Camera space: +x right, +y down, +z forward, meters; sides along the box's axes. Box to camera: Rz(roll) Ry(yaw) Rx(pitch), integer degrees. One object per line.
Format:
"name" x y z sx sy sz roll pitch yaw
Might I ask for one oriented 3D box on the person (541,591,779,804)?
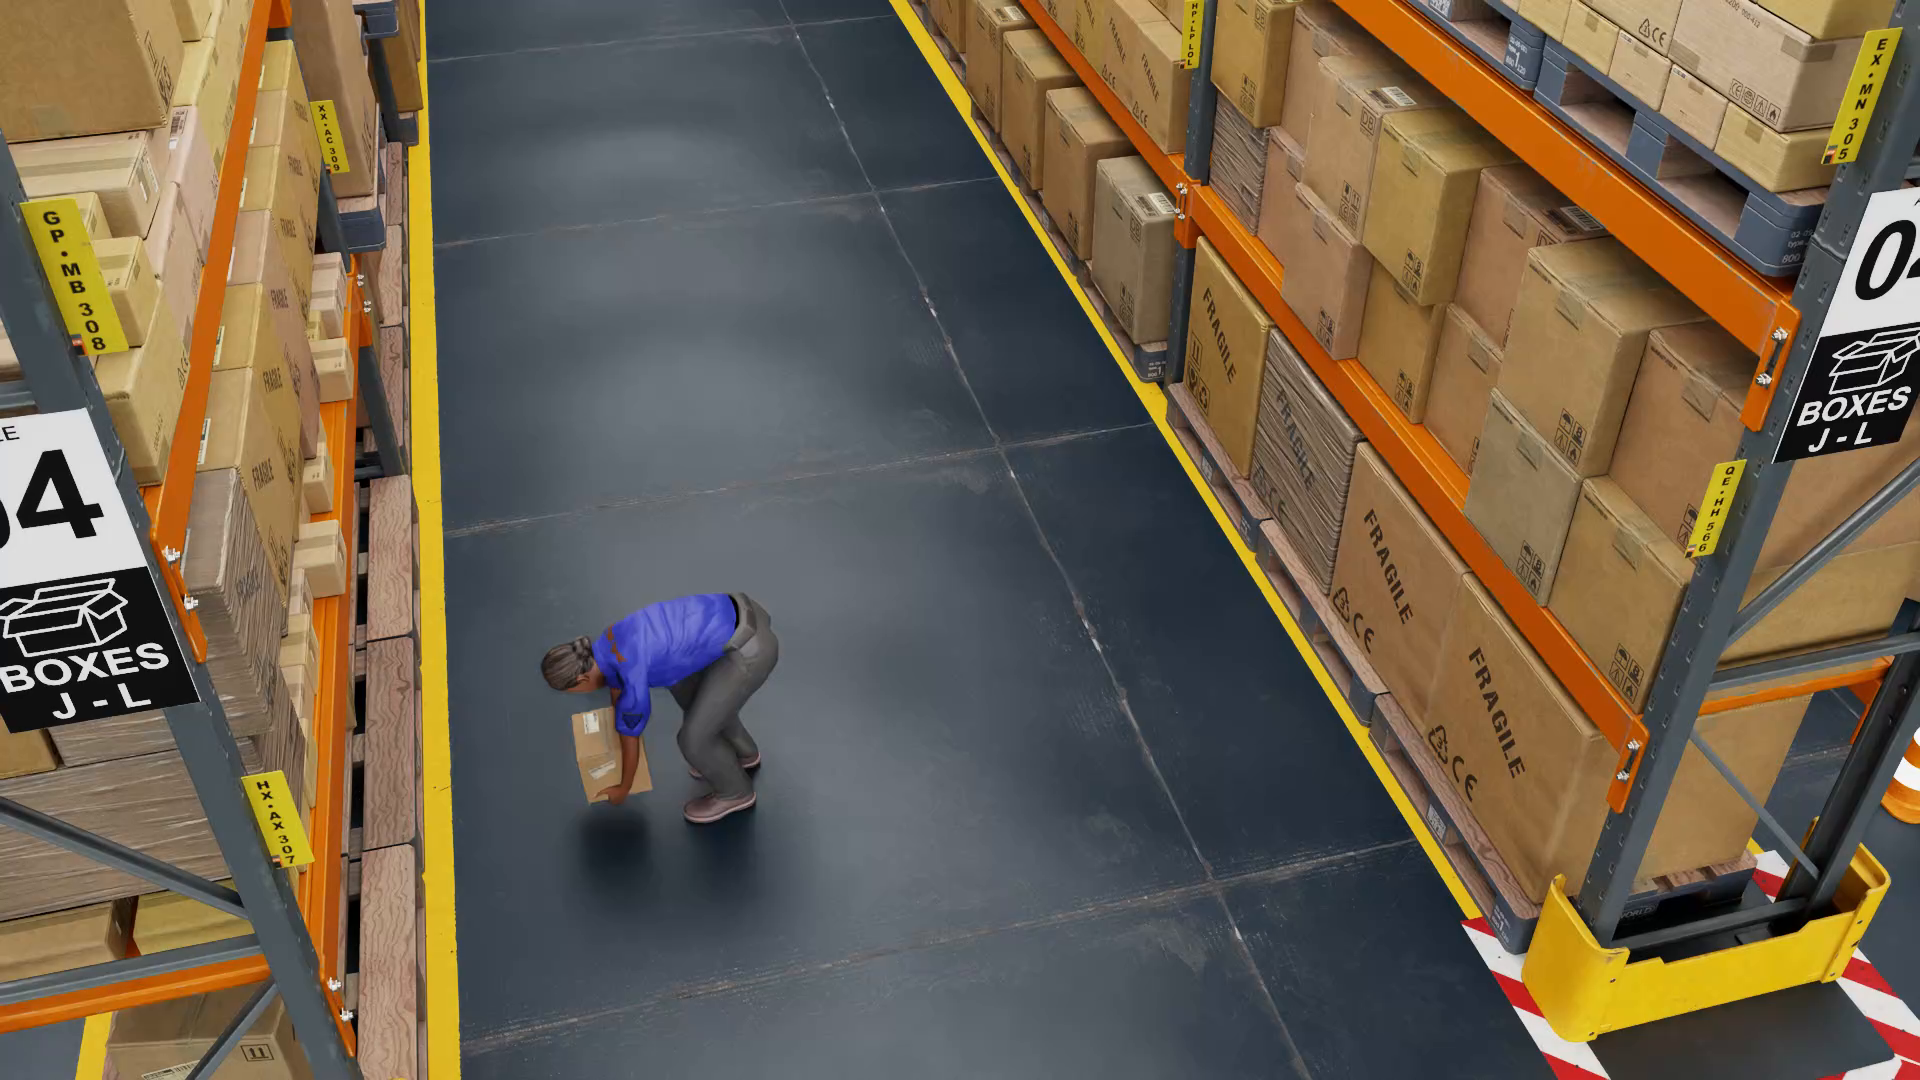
"person" -1.124 0.635 6.414 0.878 0.900 0.430 -11 40 -14
